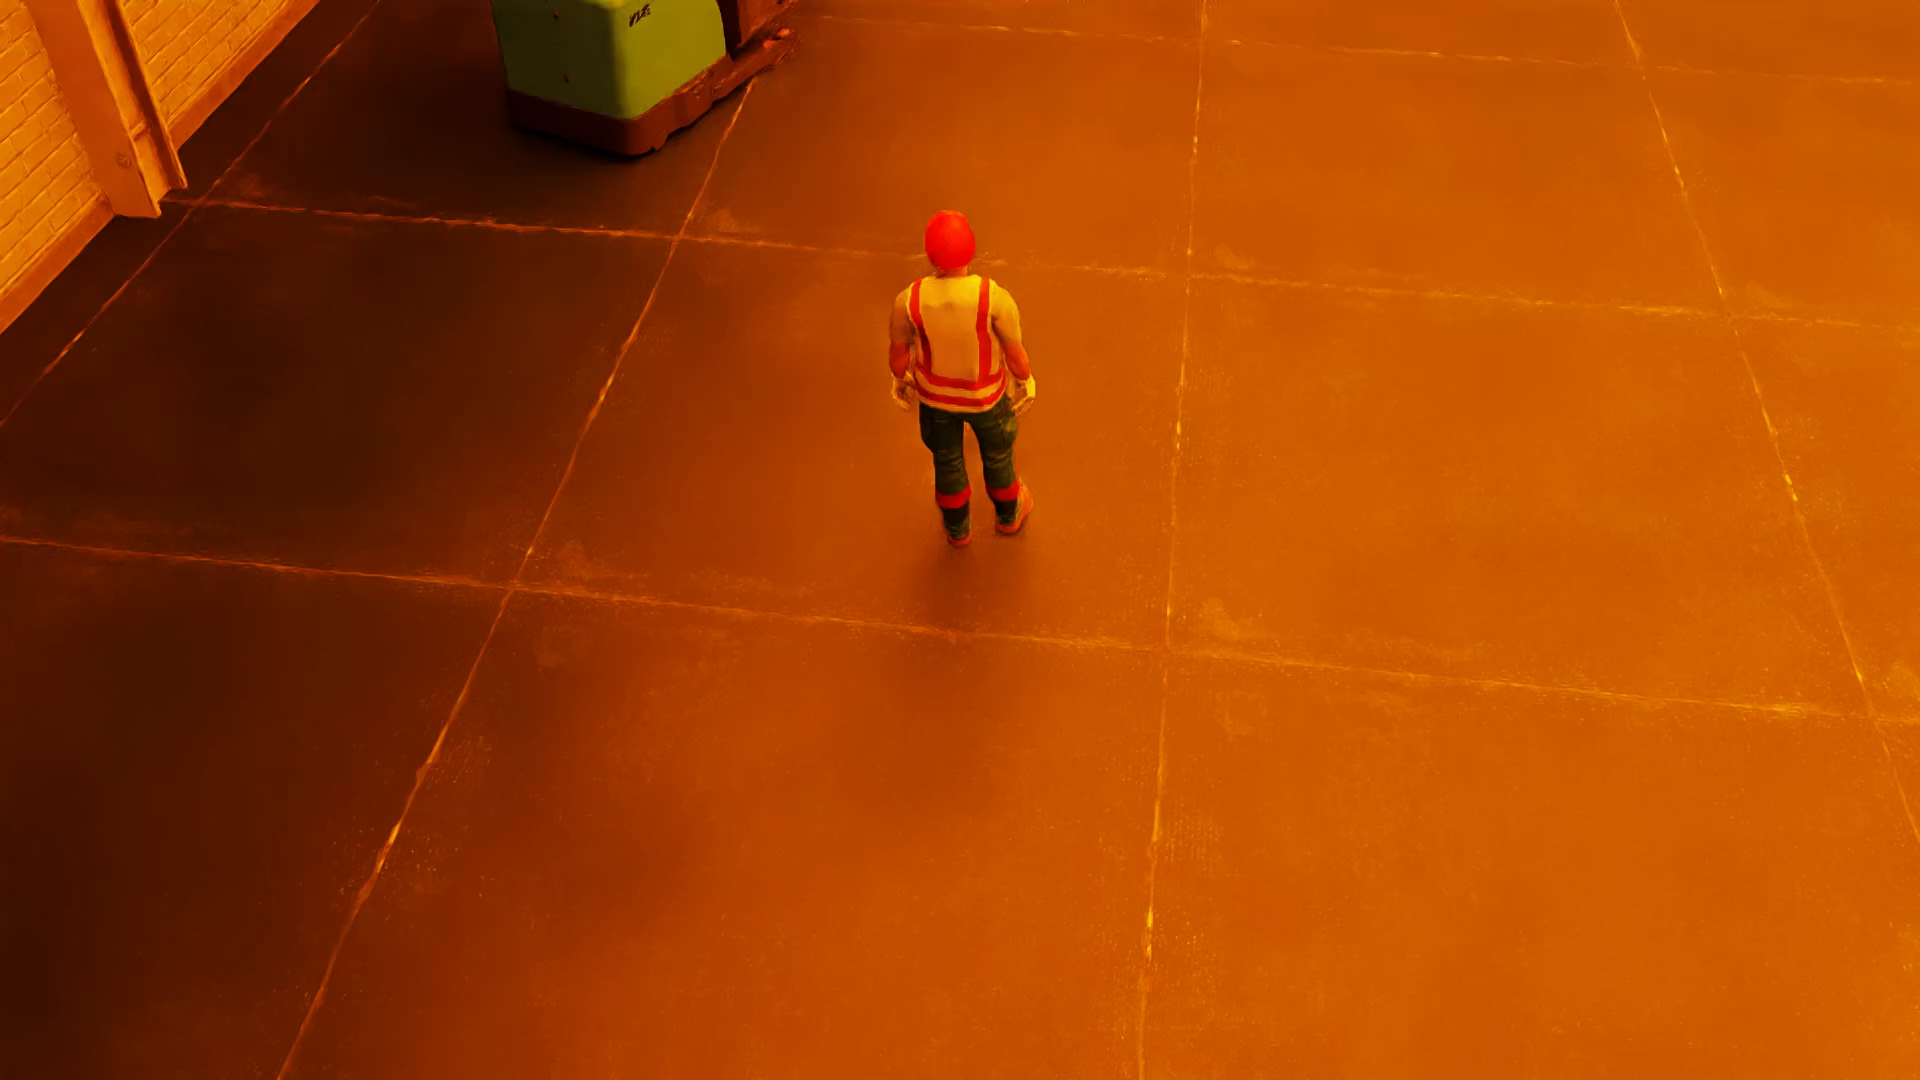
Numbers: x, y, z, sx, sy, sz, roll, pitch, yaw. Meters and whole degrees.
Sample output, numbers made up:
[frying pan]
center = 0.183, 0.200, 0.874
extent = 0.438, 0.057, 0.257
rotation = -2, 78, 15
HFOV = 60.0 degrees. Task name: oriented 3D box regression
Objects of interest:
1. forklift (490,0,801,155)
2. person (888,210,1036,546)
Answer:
[forklift]
center = -1.777, -4.479, 10.600
extent = 1.130, 2.935, 3.031
rotation = 19, 46, 20
[person]
center = 0.022, -0.717, 7.338
extent = 0.637, 1.787, 0.563
rotation = 5, 43, 6
